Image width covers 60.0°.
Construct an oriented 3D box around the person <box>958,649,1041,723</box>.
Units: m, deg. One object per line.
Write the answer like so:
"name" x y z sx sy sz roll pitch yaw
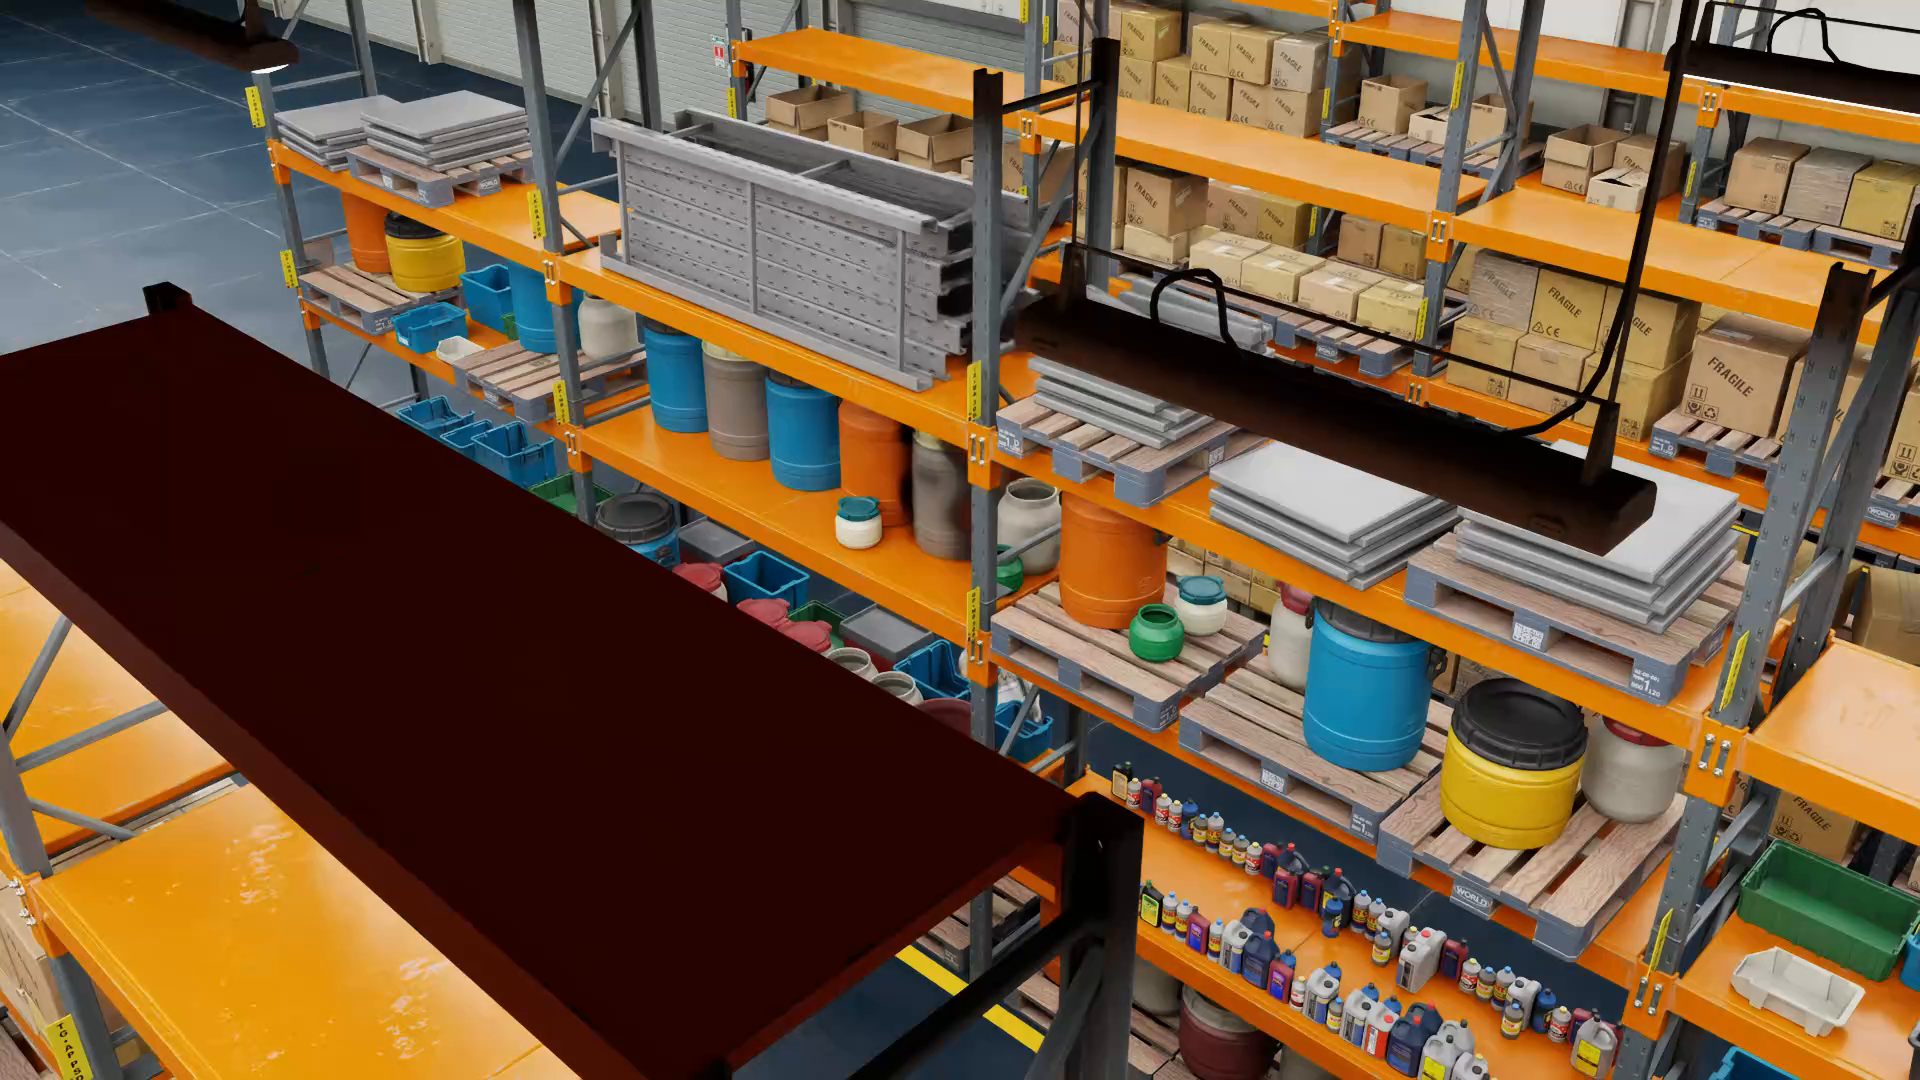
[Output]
"person" 0.264 1.286 12.354 0.564 1.635 0.758 -12 32 -21
